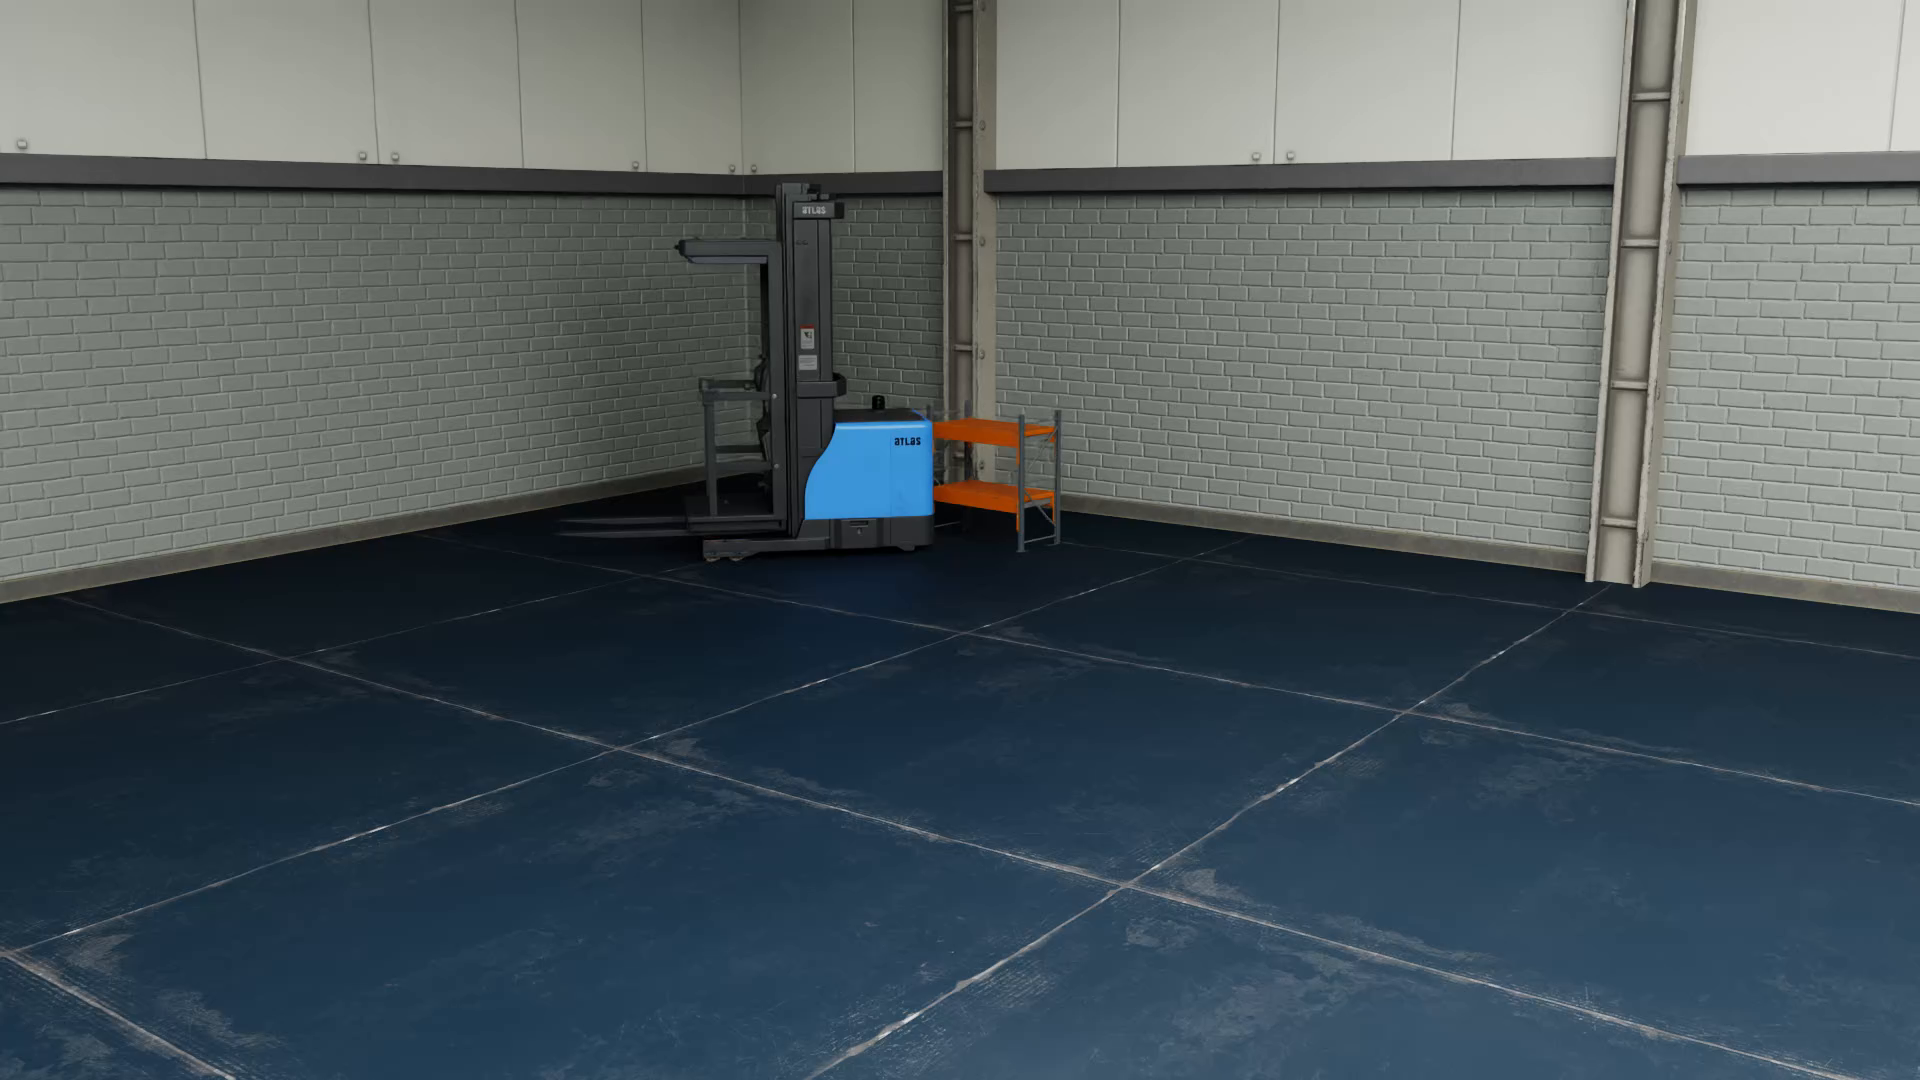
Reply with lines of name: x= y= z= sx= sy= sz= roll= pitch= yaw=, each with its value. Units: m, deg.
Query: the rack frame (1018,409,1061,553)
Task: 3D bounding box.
rack frame: x=0.651 y=-0.484 z=13.569 sx=0.032 sy=1.125 sz=0.500 roll=10 pitch=15 yaw=42

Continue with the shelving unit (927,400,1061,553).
shelving unit: x=0.279 y=-0.550 z=13.909 sx=1.048 sy=1.125 sz=0.538 roll=10 pitch=15 yaw=42

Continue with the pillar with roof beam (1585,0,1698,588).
pillar with roof beam: x=2.375 y=-3.452 z=8.182 sx=0.400 sy=9.000 sz=9.100 roll=8 pitch=13 yaw=36

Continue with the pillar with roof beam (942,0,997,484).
pillar with roof beam: x=-2.461 y=-4.127 z=11.669 sx=0.400 sy=9.000 sz=9.100 roll=8 pitch=13 yaw=36

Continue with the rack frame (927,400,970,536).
rack frame: x=-0.094 y=-0.615 z=14.248 sx=0.032 sy=1.125 sz=0.500 roll=10 pitch=15 yaw=42

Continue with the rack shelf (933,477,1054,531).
rack shelf: x=0.279 y=-0.309 z=13.955 sx=1.000 sy=0.278 sz=0.538 roll=10 pitch=15 yaw=42

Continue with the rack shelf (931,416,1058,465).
rack shelf: x=0.279 y=-0.837 z=13.853 sx=1.000 sy=0.278 sz=0.538 roll=10 pitch=15 yaw=42

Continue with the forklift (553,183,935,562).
forklift: x=-1.768 y=-1.377 z=13.428 sx=3.031 sy=2.935 sz=1.130 roll=-2 pitch=11 yaw=-10
